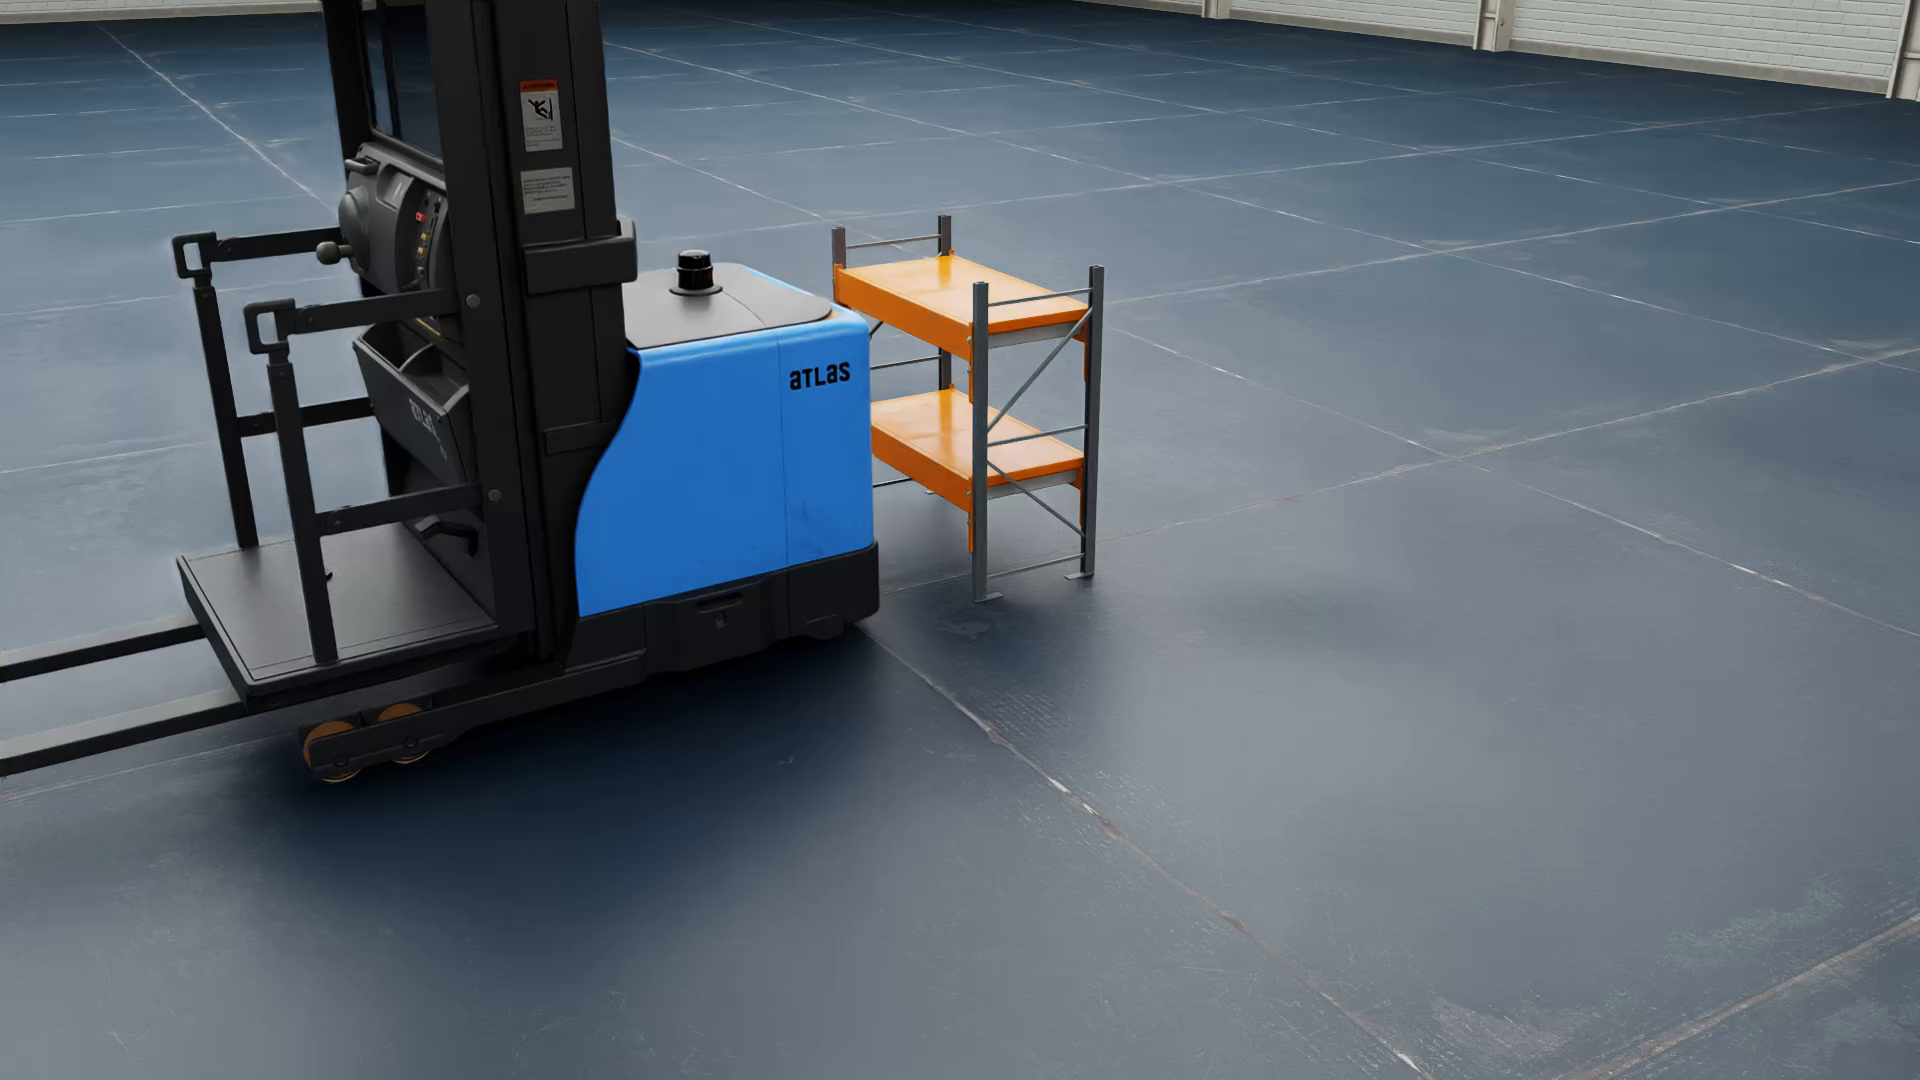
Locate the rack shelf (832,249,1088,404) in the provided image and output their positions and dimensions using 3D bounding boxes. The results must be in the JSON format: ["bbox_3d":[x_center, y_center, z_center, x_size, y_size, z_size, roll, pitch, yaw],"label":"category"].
[{"bbox_3d":[0.003,-0.790,5.984,0.538,0.278,1.000,-13,25,-28],"label":"rack shelf"}]

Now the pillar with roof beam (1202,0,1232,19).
[{"bbox_3d":[0.574,-12.054,24.018,9.100,9.000,0.400,-13,25,-28],"label":"pillar with roof beam"}]

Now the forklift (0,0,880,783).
[{"bbox_3d":[-1.783,-0.907,4.651,3.031,2.935,1.130,-14,26,-30],"label":"forklift"}]

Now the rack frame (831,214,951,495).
[{"bbox_3d":[-0.256,-0.683,6.499,0.500,1.125,0.032,-13,25,-28],"label":"rack frame"}]

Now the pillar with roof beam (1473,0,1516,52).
[{"bbox_3d":[3.639,-10.112,19.239,9.100,9.000,0.400,-13,25,-28],"label":"pillar with roof beam"}]

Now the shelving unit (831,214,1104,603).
[{"bbox_3d":[0.003,-0.519,6.094,0.538,1.125,1.048,-13,25,-28],"label":"shelving unit"}]

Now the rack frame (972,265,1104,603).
[{"bbox_3d":[0.263,-0.354,5.689,0.500,1.125,0.032,-13,25,-28],"label":"rack frame"}]

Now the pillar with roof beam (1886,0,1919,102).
[{"bbox_3d":[6.704,-8.170,14.461,9.100,9.000,0.400,-13,25,-28],"label":"pillar with roof beam"}]

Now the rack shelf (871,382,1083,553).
[{"bbox_3d":[0.003,-0.292,6.186,0.538,0.278,1.000,-13,25,-28],"label":"rack shelf"}]
